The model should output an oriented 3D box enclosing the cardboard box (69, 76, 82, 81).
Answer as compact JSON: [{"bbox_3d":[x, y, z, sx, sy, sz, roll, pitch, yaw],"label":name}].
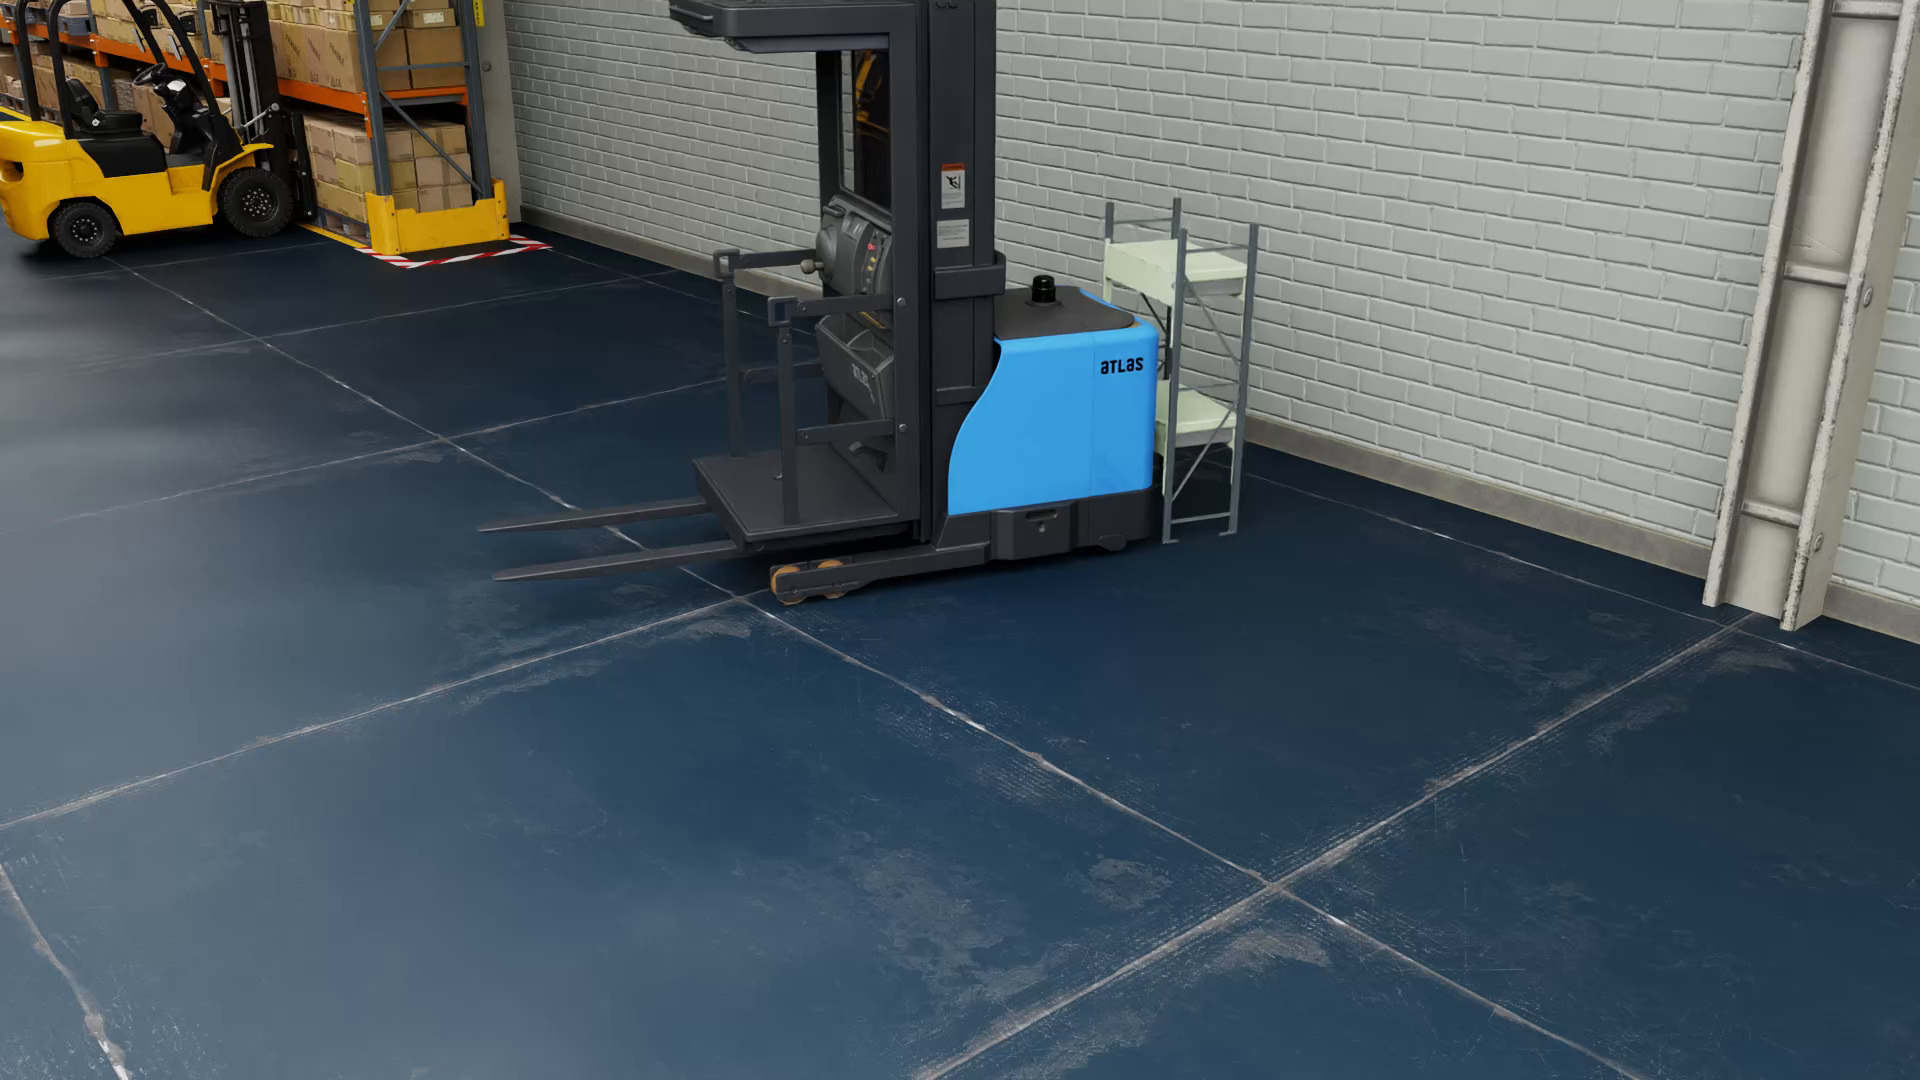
[{"bbox_3d":[-10.894,-5.603,21.027,0.500,0.500,0.500,-16,27,-35],"label":"cardboard box"}]

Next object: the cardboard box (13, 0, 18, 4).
[{"bbox_3d":[-11.920,-7.238,21.637,0.700,0.500,0.500,-17,27,-37],"label":"cardboard box"}]

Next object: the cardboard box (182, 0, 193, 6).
[{"bbox_3d":[-7.755,-5.573,17.072,0.380,0.149,0.250,-18,28,-38],"label":"cardboard box"}]

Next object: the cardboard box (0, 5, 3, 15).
[{"bbox_3d":[-12.990,-7.304,22.863,0.380,0.149,0.250,-17,27,-36],"label":"cardboard box"}]

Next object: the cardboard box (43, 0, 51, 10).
[{"bbox_3d":[-10.999,-6.871,20.697,0.797,0.503,0.637,-18,28,-39],"label":"cardboard box"}]

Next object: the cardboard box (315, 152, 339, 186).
[{"bbox_3d":[-5.445,-3.360,14.957,0.500,0.250,0.500,-18,28,-38],"label":"cardboard box"}]

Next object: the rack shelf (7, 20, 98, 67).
[{"bbox_3d":[-11.099,-6.438,21.295,1.077,0.370,4.000,-17,27,-37],"label":"rack shelf"}]

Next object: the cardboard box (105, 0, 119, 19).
[{"bbox_3d":[-9.363,-6.064,18.874,0.500,0.250,0.500,-16,27,-36],"label":"cardboard box"}]

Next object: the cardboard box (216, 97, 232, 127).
[{"bbox_3d":[-7.104,-4.288,16.642,0.500,0.250,0.500,-18,28,-38],"label":"cardboard box"}]

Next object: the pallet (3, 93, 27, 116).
[{"bbox_3d":[-12.852,-6.217,23.568,1.003,0.211,1.213,-17,27,-37],"label":"pallet"}]

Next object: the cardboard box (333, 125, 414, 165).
[{"bbox_3d":[-5.108,-3.444,14.488,0.500,0.250,0.500,-16,27,-36],"label":"cardboard box"}]

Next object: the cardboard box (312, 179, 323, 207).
[{"bbox_3d":[-5.754,-3.260,15.389,0.500,0.250,0.500,-17,27,-37],"label":"cardboard box"}]

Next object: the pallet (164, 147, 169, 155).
[{"bbox_3d":[-8.493,-4.349,18.797,1.003,0.211,1.213,-17,27,-37],"label":"pallet"}]

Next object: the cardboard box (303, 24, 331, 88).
[{"bbox_3d":[-5.423,-4.276,14.651,0.500,0.500,0.500,-16,27,-36],"label":"cardboard box"}]

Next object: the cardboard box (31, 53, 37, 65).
[{"bbox_3d":[-12.372,-6.497,22.421,0.380,0.149,0.250,-16,26,-35],"label":"cardboard box"}]

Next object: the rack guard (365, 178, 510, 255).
[{"bbox_3d":[-4.555,-2.840,14.549,1.175,0.500,0.348,-17,27,-37],"label":"rack guard"}]

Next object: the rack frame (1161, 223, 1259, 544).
[{"bbox_3d":[1.157,-0.709,7.732,0.400,1.500,0.023,-8,23,-20],"label":"rack frame"}]

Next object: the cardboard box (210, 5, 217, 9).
[{"bbox_3d":[-7.173,-5.313,16.410,0.380,0.149,0.250,-18,28,-38],"label":"cardboard box"}]

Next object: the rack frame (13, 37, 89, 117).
[{"bbox_3d":[-12.404,-7.326,22.575,1.000,3.000,0.127,-17,27,-37],"label":"rack frame"}]

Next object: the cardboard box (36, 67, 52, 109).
[{"bbox_3d":[-11.904,-6.025,22.106,0.500,0.500,0.500,-18,28,-38],"label":"cardboard box"}]

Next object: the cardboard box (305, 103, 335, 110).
[{"bbox_3d":[-6.052,-4.127,16.231,0.500,0.250,0.500,-17,27,-37],"label":"cardboard box"}]

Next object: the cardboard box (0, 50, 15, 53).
[{"bbox_3d":[-13.890,-6.856,24.226,0.500,0.500,0.500,-17,27,-36],"label":"cardboard box"}]

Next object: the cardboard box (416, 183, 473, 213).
[{"bbox_3d":[-4.744,-3.108,15.000,0.500,0.250,0.500,-17,27,-37],"label":"cardboard box"}]

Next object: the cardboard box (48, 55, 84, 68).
[{"bbox_3d":[-11.767,-6.298,21.913,0.380,0.149,0.250,-18,28,-38],"label":"cardboard box"}]

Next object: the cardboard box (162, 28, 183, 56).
[{"bbox_3d":[-8.042,-5.260,17.507,0.500,0.250,0.500,-18,27,-38],"label":"cardboard box"}]

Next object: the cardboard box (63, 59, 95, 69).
[{"bbox_3d":[-11.273,-6.083,21.365,0.380,0.149,0.250,-17,27,-37],"label":"cardboard box"}]

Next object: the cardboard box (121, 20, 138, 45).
[{"bbox_3d":[-9.022,-5.689,18.602,0.500,0.250,0.500,-19,28,-39],"label":"cardboard box"}]

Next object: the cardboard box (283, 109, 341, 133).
[{"bbox_3d":[-6.108,-3.863,15.556,0.500,0.250,0.500,-18,28,-38],"label":"cardboard box"}]

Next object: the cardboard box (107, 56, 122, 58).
[{"bbox_3d":[-11.068,-6.279,21.864,0.380,0.149,0.250,-17,27,-37],"label":"cardboard box"}]

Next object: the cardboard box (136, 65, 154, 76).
[{"bbox_3d":[-10.050,-5.852,20.775,0.380,0.149,0.250,-16,27,-36],"label":"cardboard box"}]

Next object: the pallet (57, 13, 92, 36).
[{"bbox_3d":[-10.289,-6.302,20.224,1.213,0.211,1.003,-17,27,-37],"label":"pallet"}]

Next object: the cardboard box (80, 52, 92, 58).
[{"bbox_3d":[-11.605,-6.490,22.403,0.380,0.149,0.250,-17,27,-37],"label":"cardboard box"}]

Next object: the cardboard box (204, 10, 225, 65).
[{"bbox_3d":[-7.090,-4.977,16.442,0.500,0.500,0.500,-18,28,-39],"label":"cardboard box"}]

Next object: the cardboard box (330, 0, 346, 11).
[{"bbox_3d":[-5.149,-4.607,14.199,0.380,0.149,0.250,-17,27,-37],"label":"cardboard box"}]

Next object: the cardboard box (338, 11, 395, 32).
[{"bbox_3d":[-5.010,-4.388,14.048,0.380,0.149,0.250,-17,27,-37],"label":"cardboard box"}]

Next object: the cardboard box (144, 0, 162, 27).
[{"bbox_3d":[-8.367,-5.636,17.781,0.500,0.250,0.500,-17,27,-36],"label":"cardboard box"}]

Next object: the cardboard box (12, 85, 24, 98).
[{"bbox_3d":[-12.990,-6.278,23.233,0.380,0.149,0.250,-18,28,-39],"label":"cardboard box"}]

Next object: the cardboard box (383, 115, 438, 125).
[{"bbox_3d":[-5.070,-3.706,15.157,0.500,0.250,0.500,-17,27,-37],"label":"cardboard box"}]

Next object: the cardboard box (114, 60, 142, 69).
[{"bbox_3d":[-10.588,-6.060,21.305,0.380,0.149,0.250,-18,28,-39],"label":"cardboard box"}]

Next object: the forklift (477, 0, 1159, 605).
[{"bbox_3d":[-0.654,-1.300,7.284,3.031,2.935,1.130,-8,23,-19],"label":"forklift"}]

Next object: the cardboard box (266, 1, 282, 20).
[{"bbox_3d":[-6.179,-4.881,15.308,0.380,0.149,0.250,-18,28,-38],"label":"cardboard box"}]

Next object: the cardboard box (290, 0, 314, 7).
[{"bbox_3d":[-5.701,-4.805,14.704,0.380,0.149,0.250,-17,27,-36],"label":"cardboard box"}]

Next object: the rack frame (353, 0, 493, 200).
[{"bbox_3d":[-4.571,-4.010,14.110,1.000,3.000,0.127,-17,27,-37],"label":"rack frame"}]

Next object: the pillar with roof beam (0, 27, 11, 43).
[{"bbox_3d":[-19.354,-11.159,24.135,9.100,9.000,0.400,-17,27,-37],"label":"pillar with roof beam"}]

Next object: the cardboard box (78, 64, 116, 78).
[{"bbox_3d":[-10.785,-5.865,20.809,0.380,0.149,0.250,-16,27,-36],"label":"cardboard box"}]

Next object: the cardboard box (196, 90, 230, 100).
[{"bbox_3d":[-8.032,-4.563,18.201,0.875,0.625,0.625,-18,28,-38],"label":"cardboard box"}]

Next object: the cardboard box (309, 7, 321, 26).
[{"bbox_3d":[-5.475,-4.609,14.612,0.380,0.149,0.250,-18,27,-38],"label":"cardboard box"}]

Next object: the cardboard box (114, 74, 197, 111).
[{"bbox_3d":[-9.396,-5.135,19.661,0.875,0.625,0.625,-16,27,-36],"label":"cardboard box"}]

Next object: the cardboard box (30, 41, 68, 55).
[{"bbox_3d":[-12.166,-6.575,22.213,0.380,0.149,0.250,-19,28,-40],"label":"cardboard box"}]

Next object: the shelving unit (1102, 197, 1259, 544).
[{"bbox_3d":[1.023,-0.833,8.049,0.431,1.500,0.755,-8,23,-20],"label":"shelving unit"}]

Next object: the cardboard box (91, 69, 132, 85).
[{"bbox_3d":[-10.307,-5.630,20.209,0.380,0.149,0.250,-19,28,-40],"label":"cardboard box"}]
